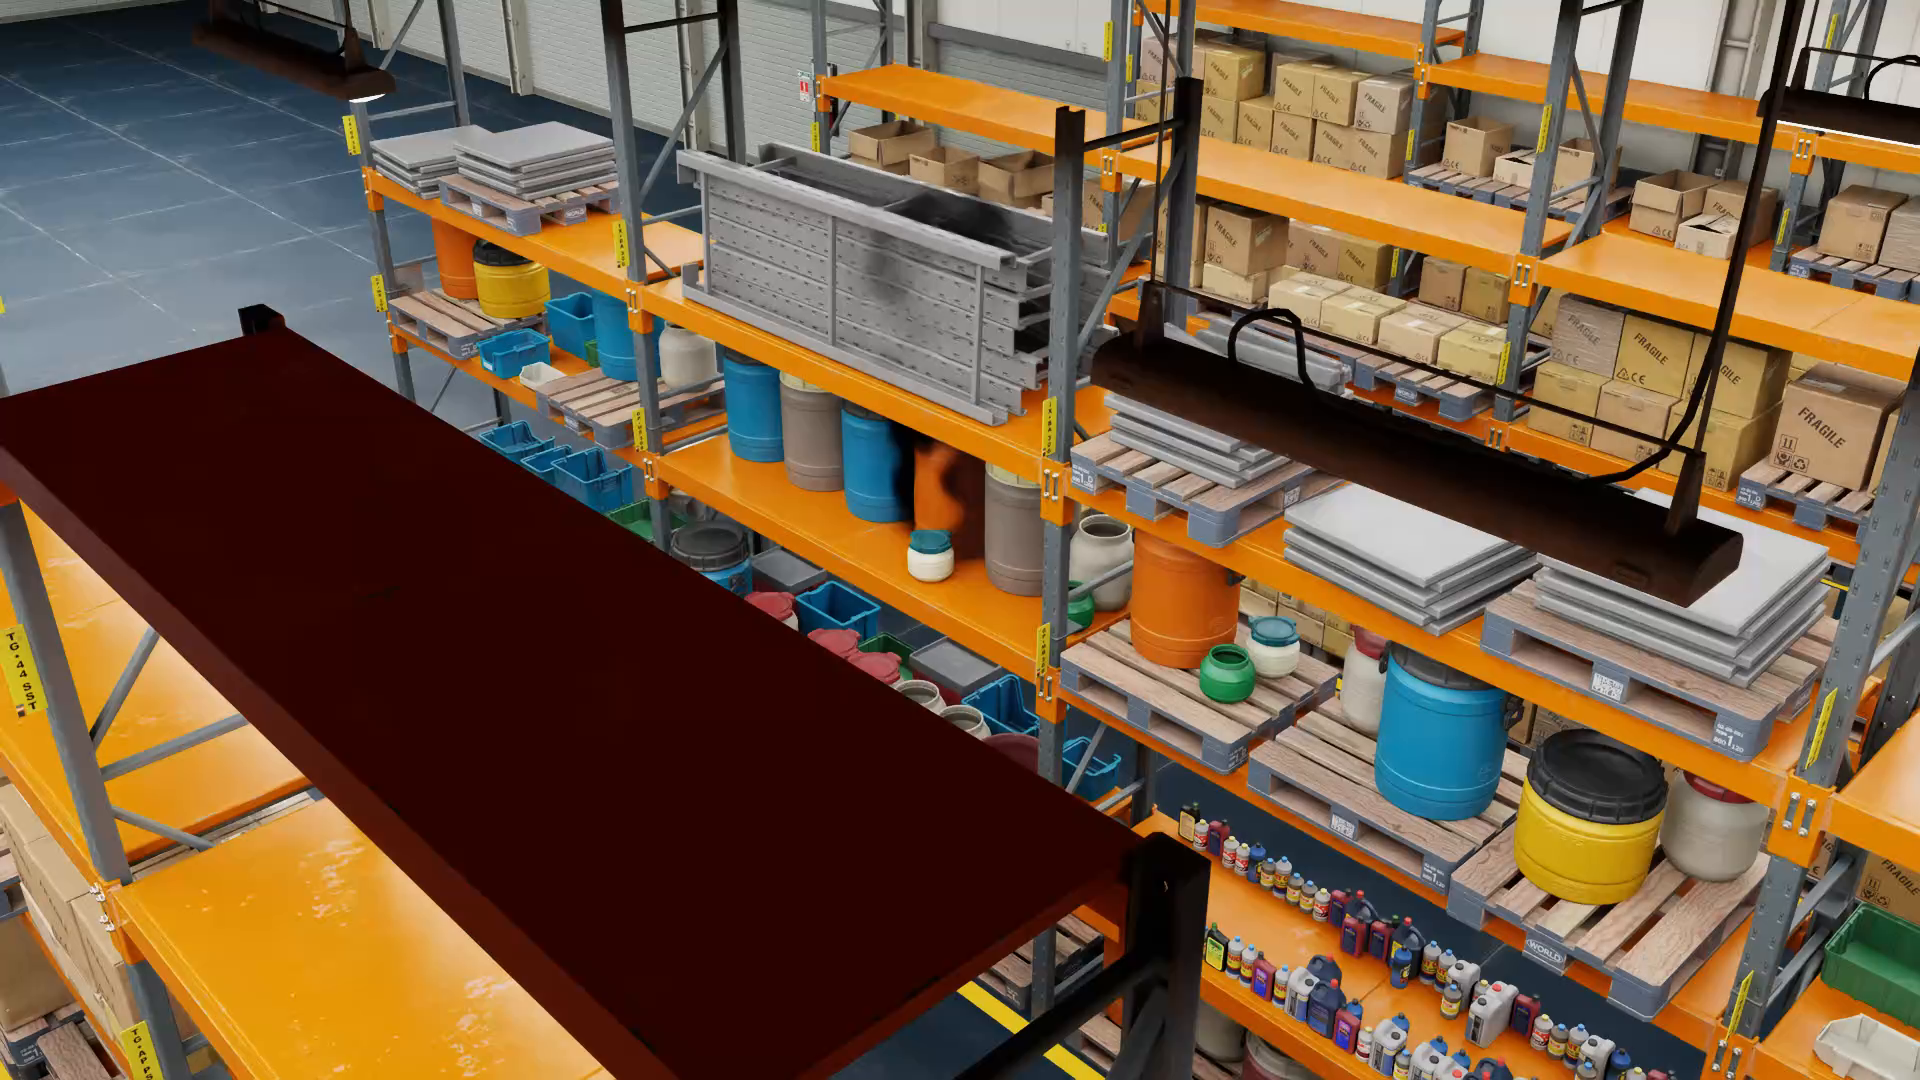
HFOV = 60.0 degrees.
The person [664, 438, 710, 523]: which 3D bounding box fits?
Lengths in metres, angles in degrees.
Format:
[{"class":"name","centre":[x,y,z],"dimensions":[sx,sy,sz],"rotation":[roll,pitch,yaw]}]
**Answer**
[{"class":"person","centre":[-2.610,-0.495,15.861],"dimensions":[0.891,1.788,0.688],"rotation":[19,33,31]}]
